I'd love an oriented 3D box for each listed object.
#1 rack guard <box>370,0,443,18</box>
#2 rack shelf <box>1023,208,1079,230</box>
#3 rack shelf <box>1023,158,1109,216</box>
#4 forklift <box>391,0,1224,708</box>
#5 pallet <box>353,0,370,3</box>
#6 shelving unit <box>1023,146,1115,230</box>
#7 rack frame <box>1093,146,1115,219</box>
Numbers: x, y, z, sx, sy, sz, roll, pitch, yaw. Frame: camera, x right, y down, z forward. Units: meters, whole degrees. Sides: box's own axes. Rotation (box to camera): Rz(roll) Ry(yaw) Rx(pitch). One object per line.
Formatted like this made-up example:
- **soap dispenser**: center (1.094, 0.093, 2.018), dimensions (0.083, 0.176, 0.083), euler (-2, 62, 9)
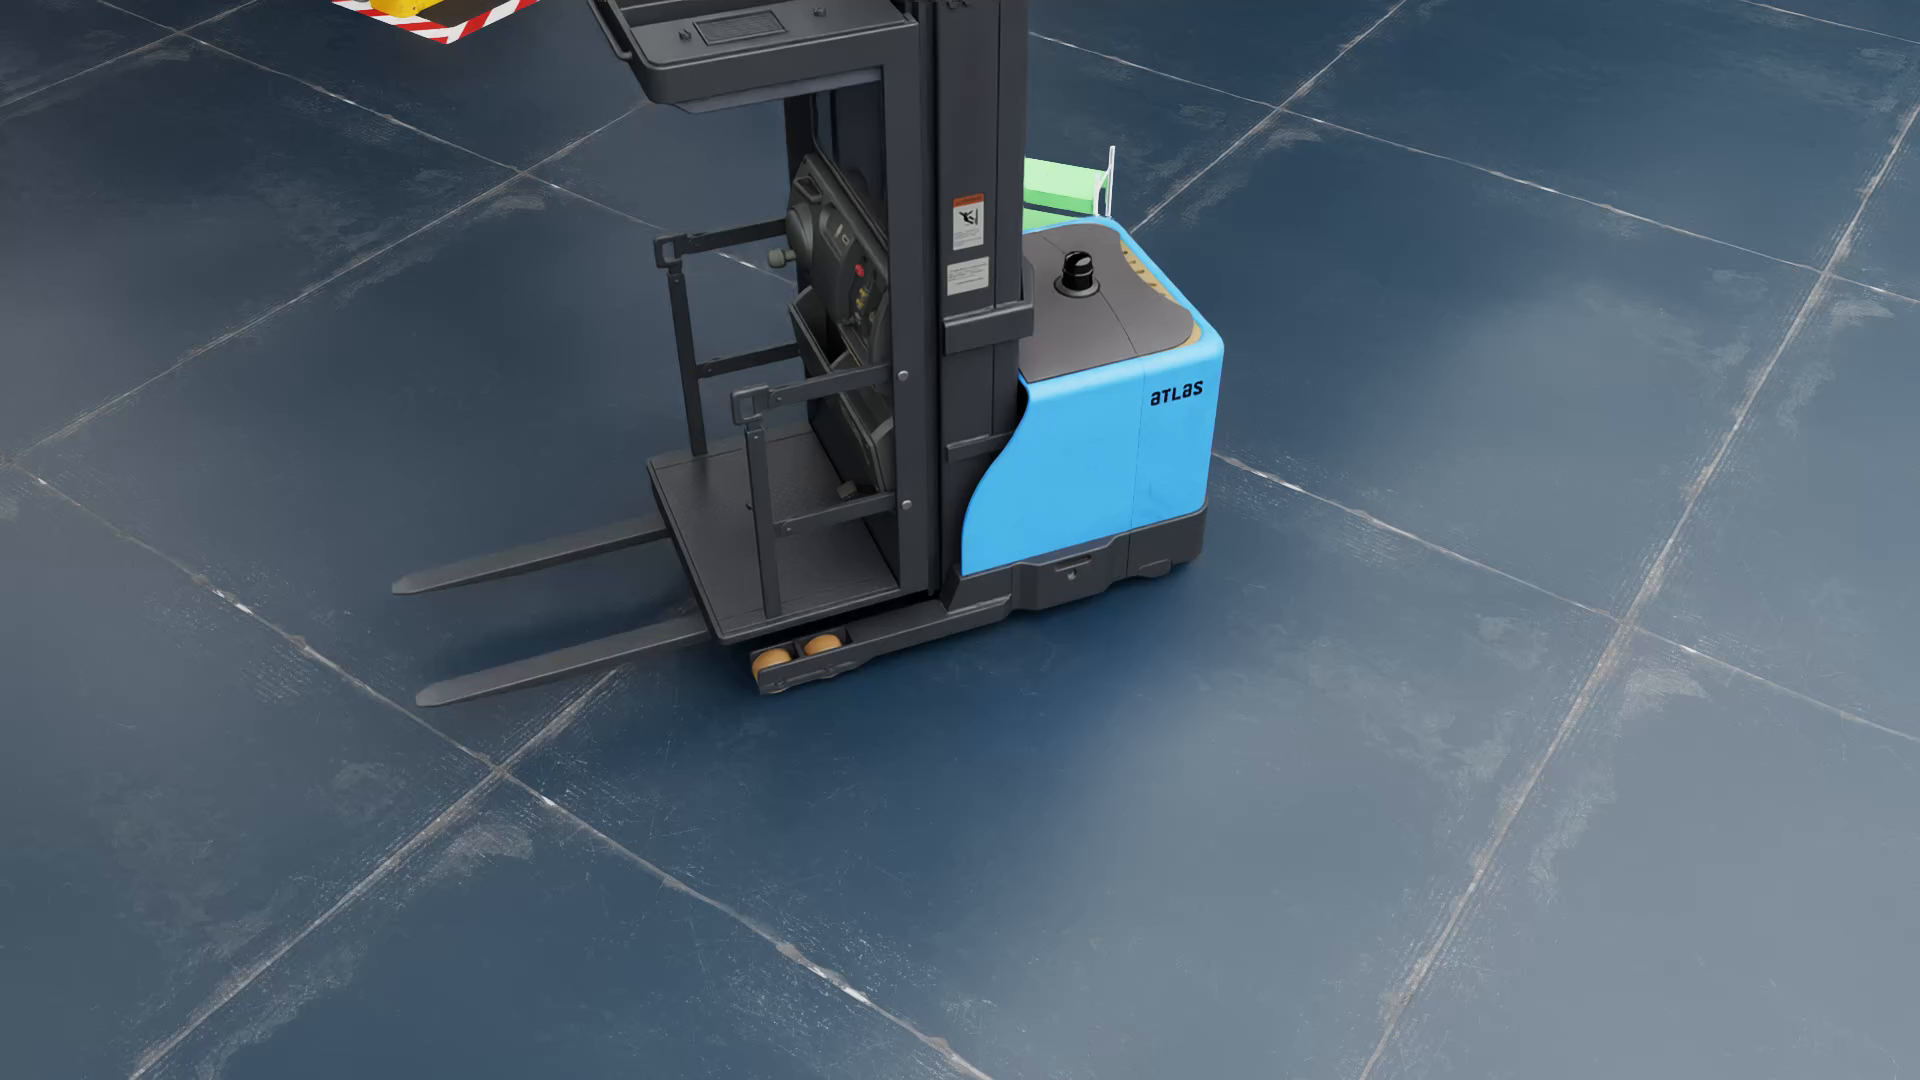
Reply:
- **rack guard**: center (-3.279, -3.818, 10.642), dimensions (0.348, 0.500, 1.175), euler (25, 48, 25)
- **rack shelf**: center (0.350, -1.258, 6.992), dimensions (0.480, 0.148, 0.258), euler (13, 44, 14)
- **rack shelf**: center (0.350, -1.437, 6.832), dimensions (0.480, 0.148, 0.258), euler (13, 44, 14)
- **forklift**: center (-0.603, -0.930, 5.592), dimensions (3.031, 2.935, 1.130), euler (-15, 44, -16)
- **pallet**: center (-3.999, -3.983, 11.043), dimensions (1.213, 0.211, 1.003), euler (25, 48, 25)
- **shelving unit**: center (0.350, -1.127, 7.110), dimensions (0.503, 1.200, 0.258), euler (13, 44, 14)
- **rack frame**: center (0.580, -1.073, 7.049), dimensions (0.015, 1.200, 0.240), euler (13, 44, 14)
